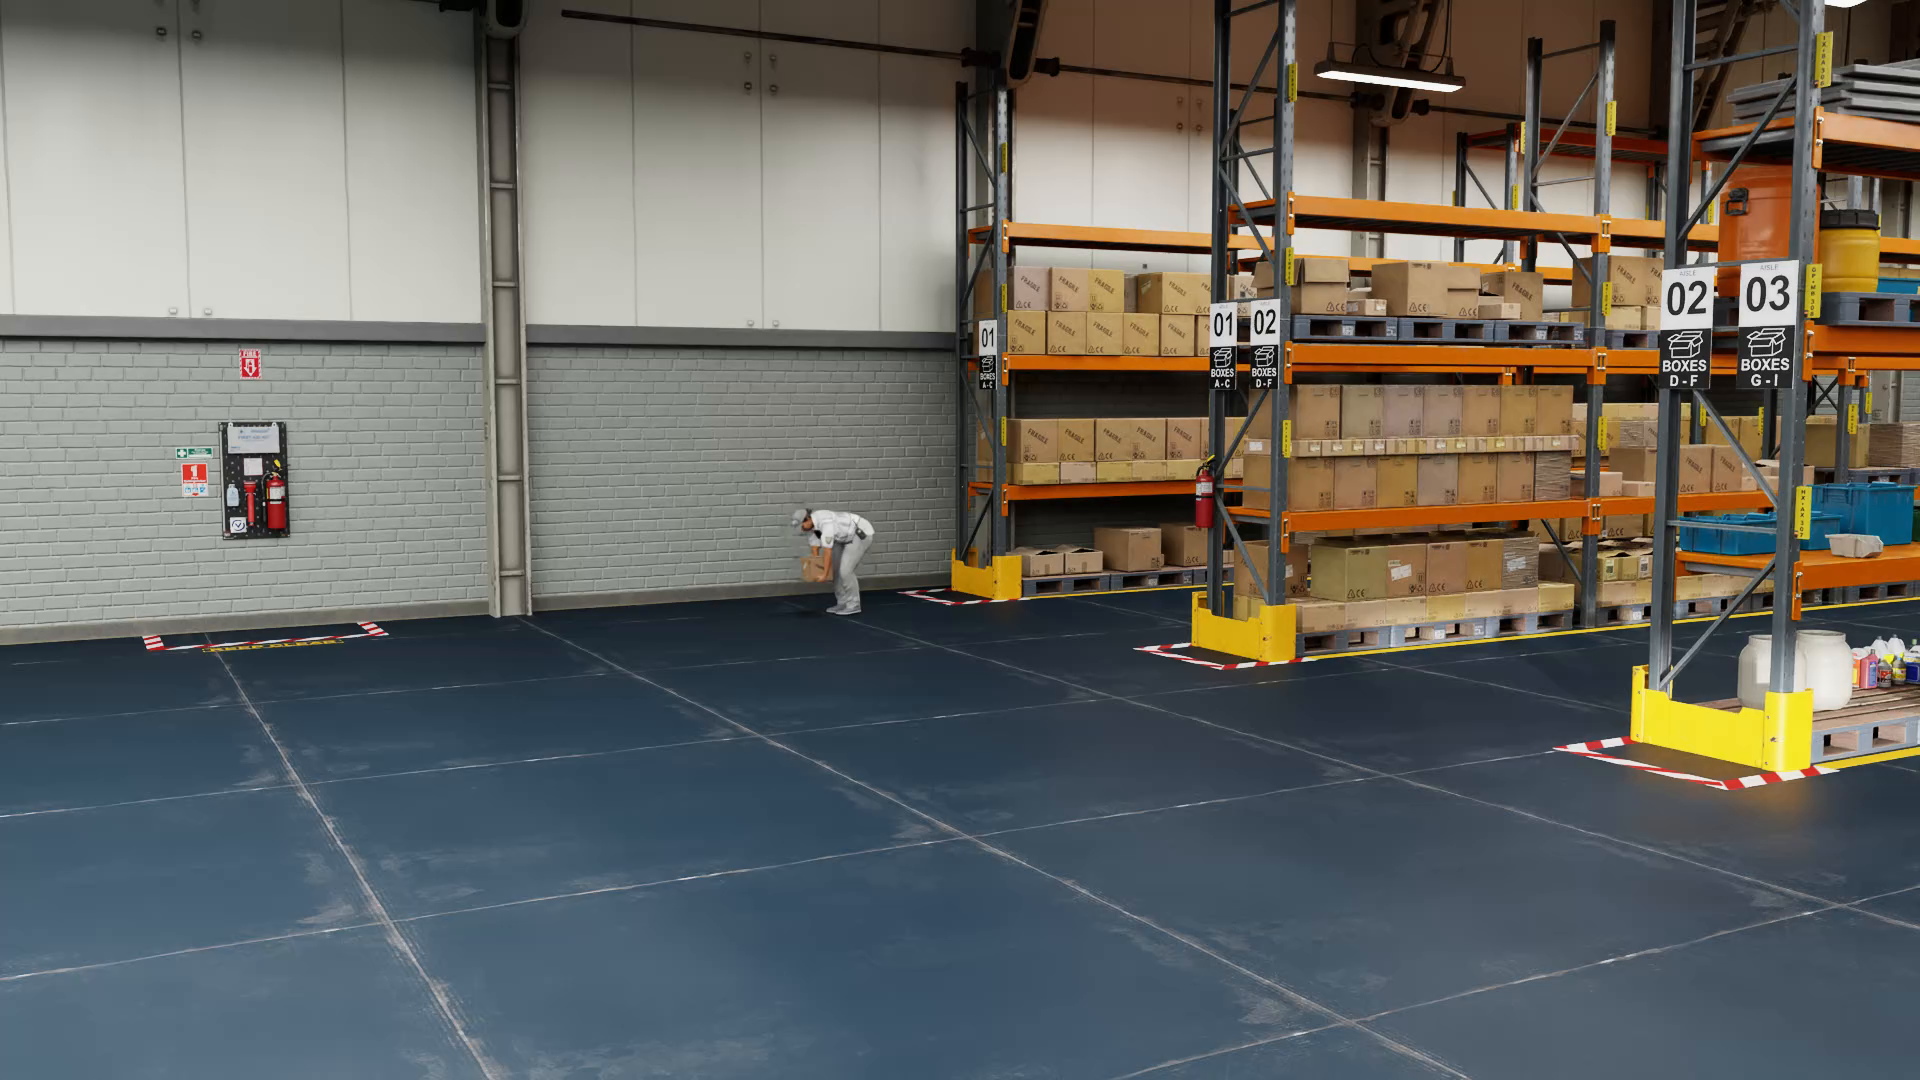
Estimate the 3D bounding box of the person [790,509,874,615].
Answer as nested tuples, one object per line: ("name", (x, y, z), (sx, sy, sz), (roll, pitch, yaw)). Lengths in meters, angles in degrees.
("person", (-1.379, 0.228, 17.850), (0.935, 1.152, 0.459), (-3, 6, -30))
